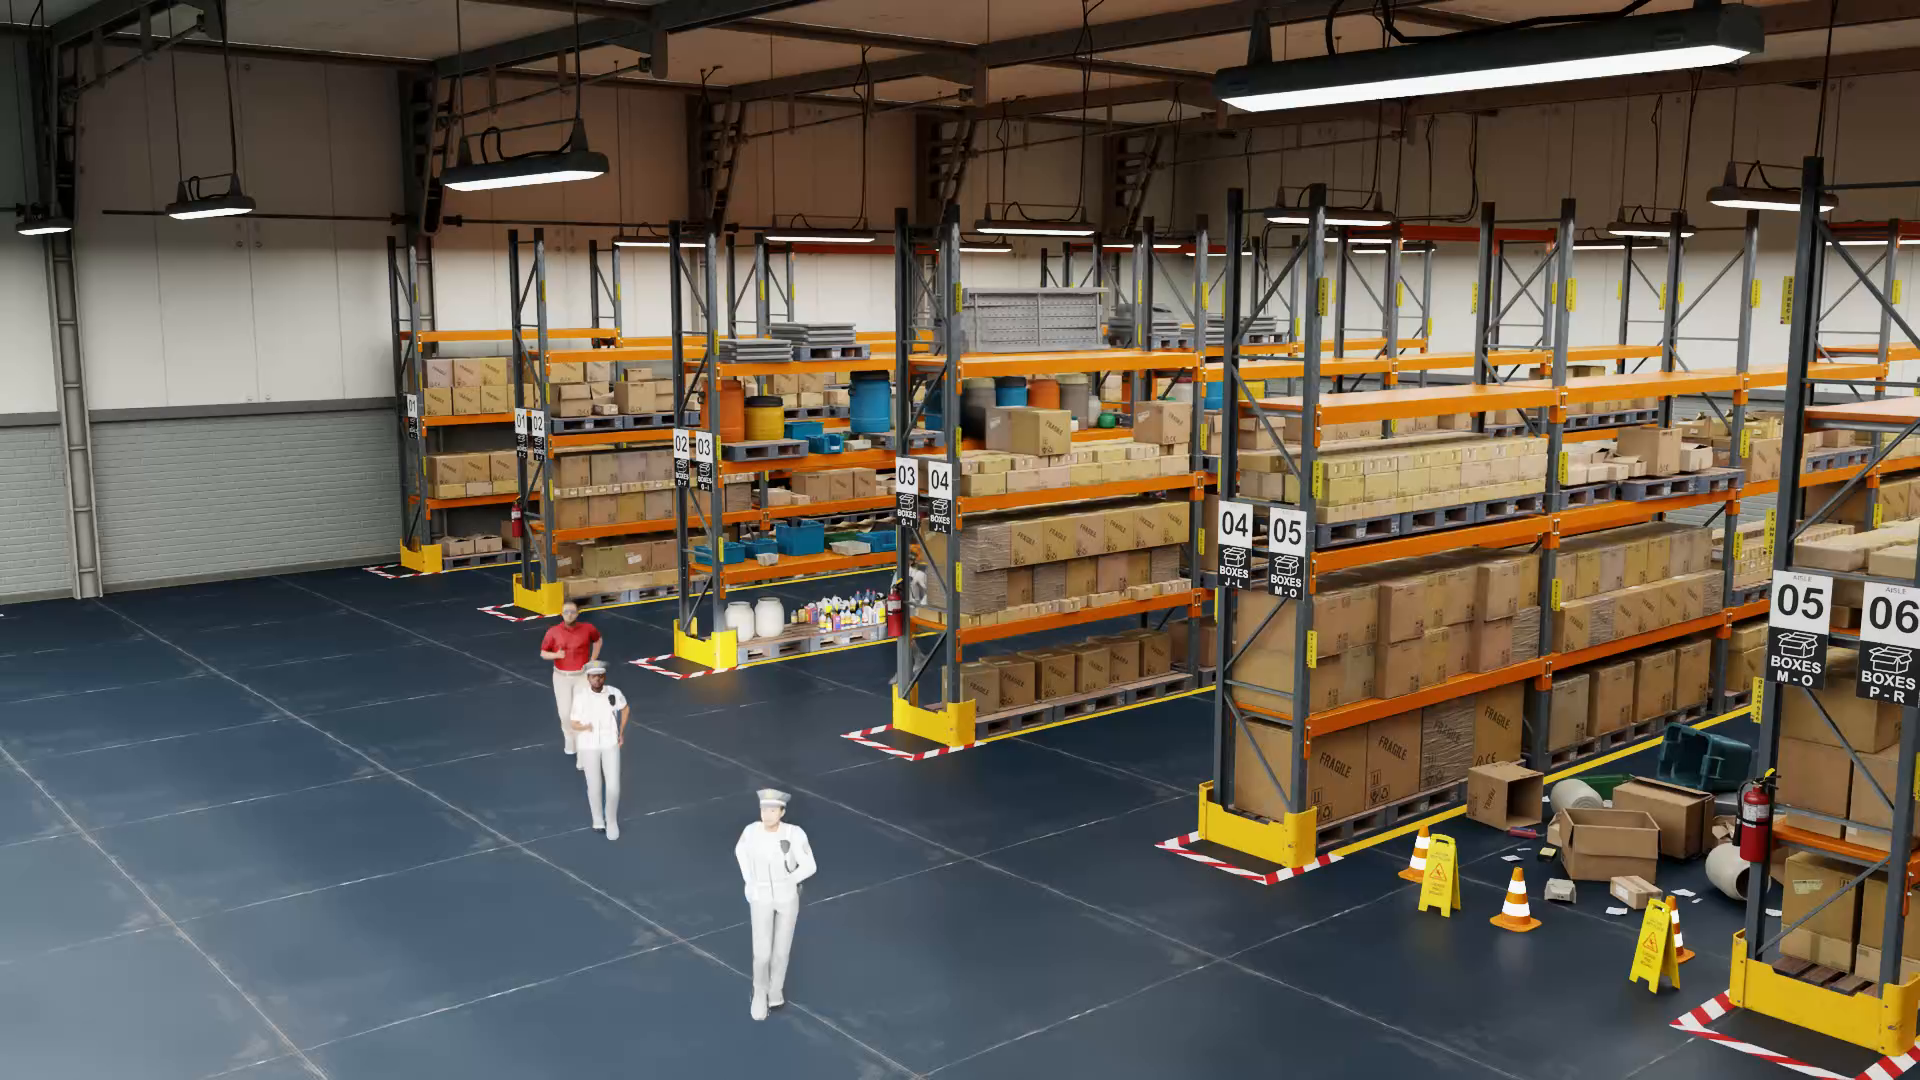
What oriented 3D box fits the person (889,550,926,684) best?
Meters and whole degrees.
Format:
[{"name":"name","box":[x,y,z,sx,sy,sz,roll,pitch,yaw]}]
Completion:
[{"name":"person","box":[-0.633,0.926,21.052,0.640,1.706,0.771,7,11,38]}]

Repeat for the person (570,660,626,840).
[{"name":"person","box":[-3.387,1.955,15.642,0.525,1.723,0.481,-2,9,-14]}]

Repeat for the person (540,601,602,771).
[{"name":"person","box":[-4.209,1.544,18.056,0.647,1.773,0.823,-2,9,-10]}]

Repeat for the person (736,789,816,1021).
[{"name":"person","box":[-1.300,2.564,11.708,0.584,1.710,0.659,0,9,-3]}]
